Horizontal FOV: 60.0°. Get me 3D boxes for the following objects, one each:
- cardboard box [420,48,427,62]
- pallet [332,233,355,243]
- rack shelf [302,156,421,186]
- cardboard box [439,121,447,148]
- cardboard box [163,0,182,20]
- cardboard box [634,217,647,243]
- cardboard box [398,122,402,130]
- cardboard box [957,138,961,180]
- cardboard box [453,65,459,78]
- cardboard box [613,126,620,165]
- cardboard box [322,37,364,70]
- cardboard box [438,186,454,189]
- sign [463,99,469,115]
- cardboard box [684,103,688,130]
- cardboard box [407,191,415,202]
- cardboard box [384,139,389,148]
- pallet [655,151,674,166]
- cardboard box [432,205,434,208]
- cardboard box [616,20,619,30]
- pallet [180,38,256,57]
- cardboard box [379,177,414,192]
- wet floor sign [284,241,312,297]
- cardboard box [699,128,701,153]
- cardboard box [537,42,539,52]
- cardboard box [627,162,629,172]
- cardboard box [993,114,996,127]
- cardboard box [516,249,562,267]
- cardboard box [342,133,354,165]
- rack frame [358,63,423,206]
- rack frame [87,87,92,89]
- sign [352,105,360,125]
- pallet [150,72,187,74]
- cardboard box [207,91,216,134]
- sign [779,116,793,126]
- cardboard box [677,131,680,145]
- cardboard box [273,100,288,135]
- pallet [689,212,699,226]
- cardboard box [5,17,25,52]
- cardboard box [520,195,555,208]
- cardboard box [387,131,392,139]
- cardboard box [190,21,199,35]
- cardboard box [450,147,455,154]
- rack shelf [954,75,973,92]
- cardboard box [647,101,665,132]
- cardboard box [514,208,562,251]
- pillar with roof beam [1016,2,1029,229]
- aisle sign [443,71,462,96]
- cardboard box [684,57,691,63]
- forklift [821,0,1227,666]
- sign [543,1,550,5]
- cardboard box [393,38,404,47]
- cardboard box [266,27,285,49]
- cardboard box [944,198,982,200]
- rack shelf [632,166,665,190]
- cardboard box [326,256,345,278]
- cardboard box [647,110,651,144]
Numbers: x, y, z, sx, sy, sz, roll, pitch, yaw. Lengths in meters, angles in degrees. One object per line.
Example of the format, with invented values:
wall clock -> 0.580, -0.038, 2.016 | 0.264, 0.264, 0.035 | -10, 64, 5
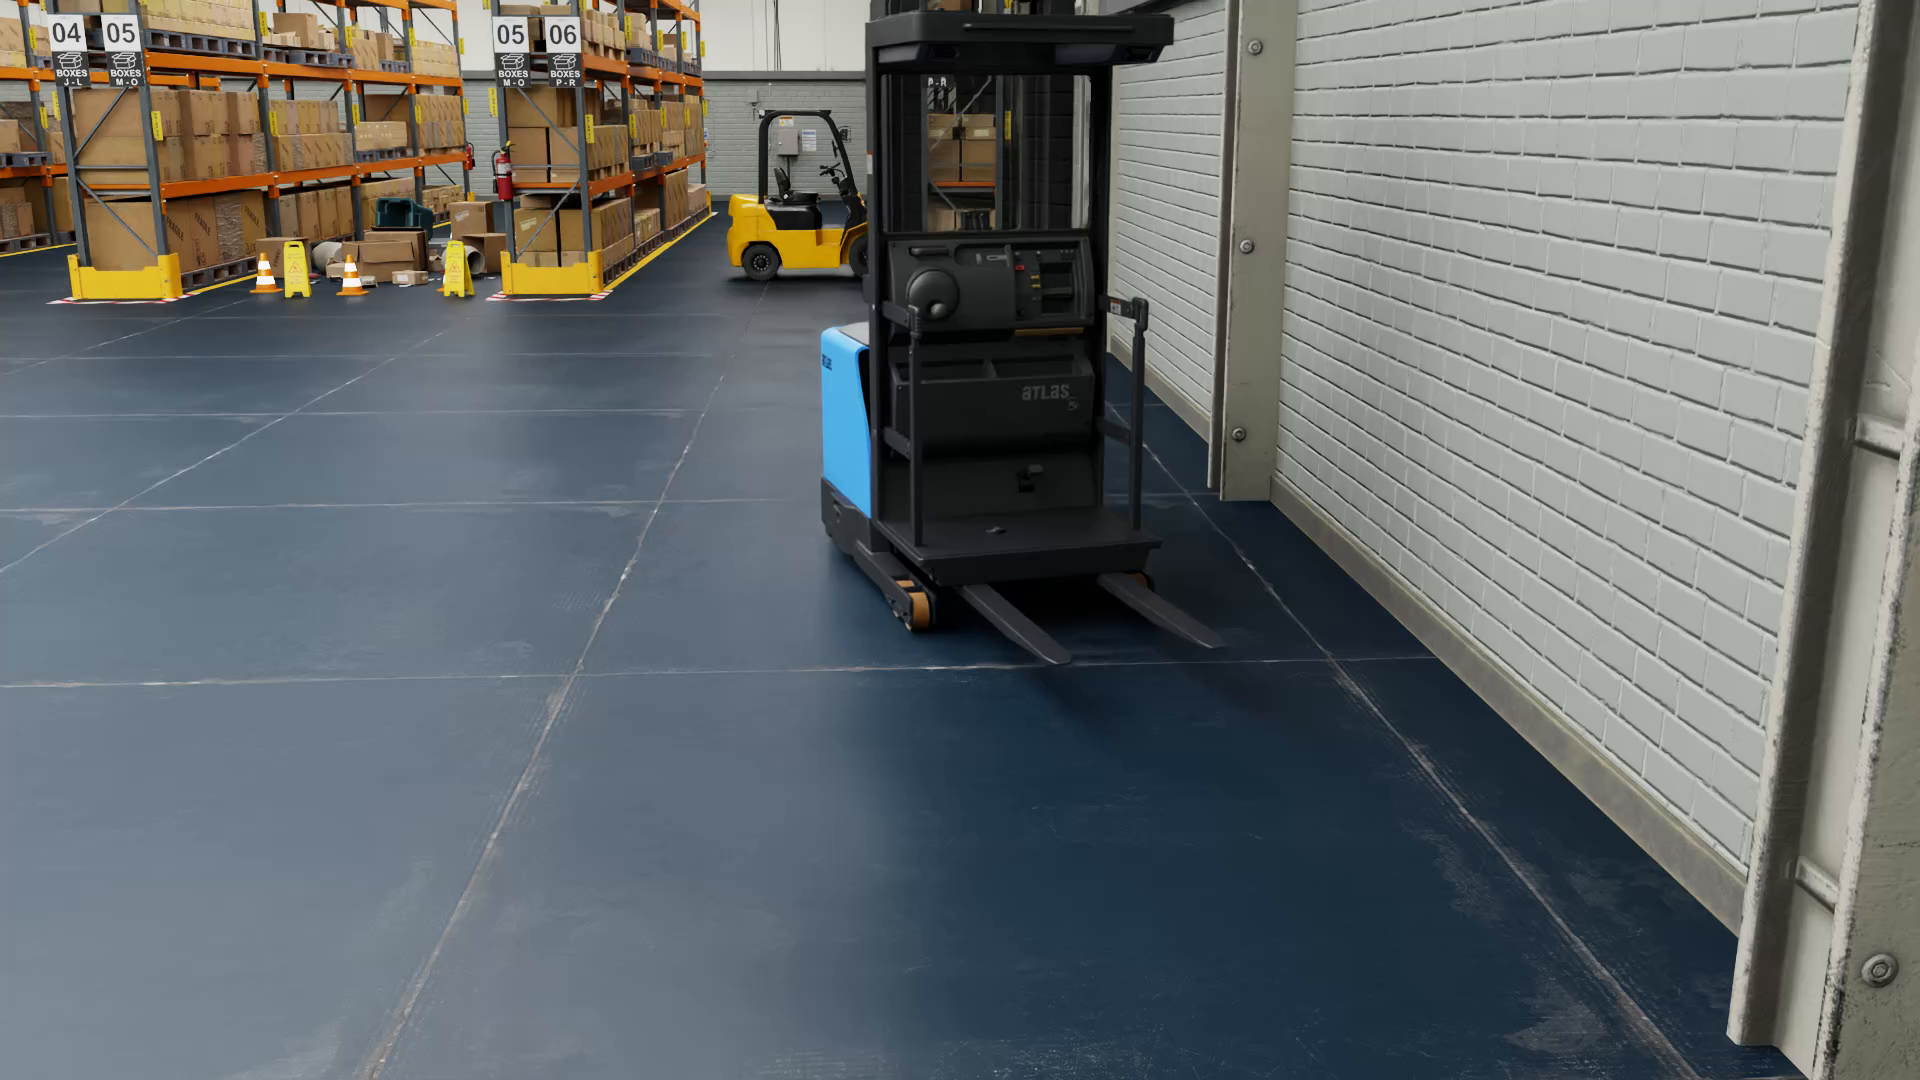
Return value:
cardboard box -> -10.430, -9.196, 31.527 | 0.500, 0.250, 0.500 | -1, 14, -4
pallet -> -10.392, -4.784, 26.697 | 1.003, 0.211, 1.213 | -1, 14, -3
rack shelf -> -10.489, -6.481, 29.139 | 1.077, 0.370, 4.000 | -1, 14, -3
cardboard box -> -10.488, -8.028, 32.910 | 0.500, 0.500, 0.500 | 0, 14, -1
cardboard box -> -9.676, -6.368, 19.899 | 0.500, 0.250, 0.500 | -1, 14, -4
cardboard box -> -5.266, -4.679, 25.121 | 0.950, 0.372, 0.625 | 0, 14, 0
cardboard box -> -10.376, -7.533, 30.251 | 0.380, 0.149, 0.250 | -1, 14, -5
cardboard box -> 0.210, -4.826, 21.065 | 0.500, 0.500, 0.500 | 0, 14, -2
cardboard box -> -10.569, -9.592, 34.070 | 0.500, 0.250, 0.500 | -1, 14, -5
cardboard box -> -4.832, -5.268, 22.182 | 0.500, 0.500, 0.500 | 0, 14, -2
cardboard box -> -10.135, -7.979, 27.298 | 0.500, 0.500, 0.500 | -1, 14, -3
cardboard box -> -10.522, -7.113, 33.838 | 0.380, 0.149, 0.250 | -1, 15, -6
sign -> -10.306, -9.039, 34.679 | 0.100, 0.325, 0.005 | -1, 14, -3
cardboard box -> -5.467, -8.083, 31.715 | 0.500, 0.500, 0.500 | -1, 14, -3
cardboard box -> -10.316, -6.139, 30.541 | 0.500, 0.500, 0.500 | -1, 14, -5
cardboard box -> -10.307, -6.989, 29.330 | 0.380, 0.149, 0.250 | 0, 14, -1
pallet -> -5.281, -6.165, 26.852 | 1.213, 0.211, 1.003 | -1, 14, -3
cardboard box -> -10.465, -6.434, 32.393 | 0.380, 0.149, 0.250 | -1, 14, -5
cardboard box -> -4.853, -7.017, 22.662 | 0.380, 0.149, 0.250 | -1, 14, -5
pallet -> -10.077, -6.543, 22.095 | 1.003, 0.211, 1.213 | -1, 14, -3
cardboard box -> -10.315, -6.501, 30.443 | 0.500, 0.250, 0.500 | -1, 14, -5
wet floor sign -> -7.892, -3.225, 19.767 | 0.267, 0.644, 0.232 | -3, 15, -13
cardboard box -> -5.617, -8.230, 34.295 | 0.500, 0.500, 0.500 | -1, 14, -5
cardboard box -> -5.285, -5.921, 20.002 | 0.380, 0.149, 0.250 | -1, 14, -3
cardboard box -> -4.859, -5.242, 23.383 | 0.380, 0.149, 0.250 | -1, 14, -4
cardboard box -> 0.257, -5.182, 20.547 | 0.380, 0.149, 0.250 | 0, 14, -2
cardboard box -> -5.256, -3.518, 20.857 | 0.500, 0.250, 0.500 | -1, 14, -4
cardboard box -> -10.070, -6.272, 26.684 | 0.500, 0.500, 0.500 | -1, 14, -3
rack frame -> -10.613, -7.327, 30.982 | 1.000, 3.000, 0.127 | -1, 14, -3
rack frame -> -15.570, -7.275, 30.782 | 1.000, 3.000, 0.127 | -1, 14, -3
sign -> -9.812, -6.902, 27.008 | 0.100, 0.325, 0.005 | -1, 14, -3
pallet -> -15.683, -9.191, 32.388 | 1.003, 0.211, 1.213 | -1, 14, -3
cardboard box -> -10.042, -5.437, 21.171 | 0.875, 0.550, 0.500 | -1, 14, -3
sign -> -4.262, -10.272, 40.771 | 0.339, 0.242, 0.001 | -1, 14, -3
cardboard box -> -5.333, -7.239, 29.939 | 0.500, 0.250, 0.500 | -1, 14, -2
cardboard box -> -10.188, -6.121, 24.089 | 0.700, 0.500, 0.500 | -1, 14, -4
pallet -> -5.648, -6.268, 32.464 | 1.003, 0.211, 1.213 | -1, 14, -3
cardboard box -> -15.043, -7.909, 26.021 | 0.500, 0.500, 0.500 | -1, 14, -2
cardboard box -> -5.335, -4.278, 21.003 | 0.380, 0.149, 0.250 | 0, 14, -2
cardboard box -> -10.326, -7.197, 29.541 | 0.380, 0.149, 0.250 | -2, 15, -6
cardboard box -> -9.649, -6.329, 20.546 | 0.380, 0.149, 0.250 | -1, 14, -4
cardboard box -> -10.511, -7.935, 33.852 | 0.380, 0.149, 0.250 | 0, 14, -2
rack shelf -> -0.353, -7.118, 25.595 | 1.077, 0.370, 4.000 | -1, 14, -3
cardboard box -> -5.218, -7.092, 27.865 | 0.500, 0.500, 0.500 | -1, 14, -5
cardboard box -> -5.246, -3.874, 20.733 | 0.500, 0.500, 0.500 | -1, 14, -3
pillar with roof beam -> -3.422, -7.547, 19.801 | 9.100, 9.000, 0.400 | -1, 14, -3
aisle sign -> -10.566, -9.603, 34.613 | 0.394, 0.787, 0.004 | -1, 14, -3
cardboard box -> -5.703, -9.792, 34.006 | 0.380, 0.149, 0.250 | -2, 15, -8
forklift -> 0.209, -1.147, 7.100 | 1.130, 2.935, 3.031 | -4, 15, -17
sign -> -5.737, -7.323, 23.120 | 0.100, 0.325, 0.005 | -1, 14, -3
cardboard box -> -10.390, -9.218, 30.811 | 0.380, 0.149, 0.250 | -1, 14, -4
cardboard box -> -10.477, -7.557, 24.995 | 0.500, 0.311, 0.500 | -1, 14, -4
cardboard box -> 0.040, -4.627, 23.158 | 0.500, 0.250, 0.500 | -1, 14, -4
rack shelf -> -5.307, -5.588, 25.667 | 1.077, 0.370, 4.000 | -1, 14, -3
cardboard box -> -8.173, -3.614, 22.039 | 0.396, 0.266, 0.258 | 2, 15, 6
cardboard box -> -5.017, -6.331, 25.471 | 0.500, 0.500, 0.500 | -1, 15, -6
